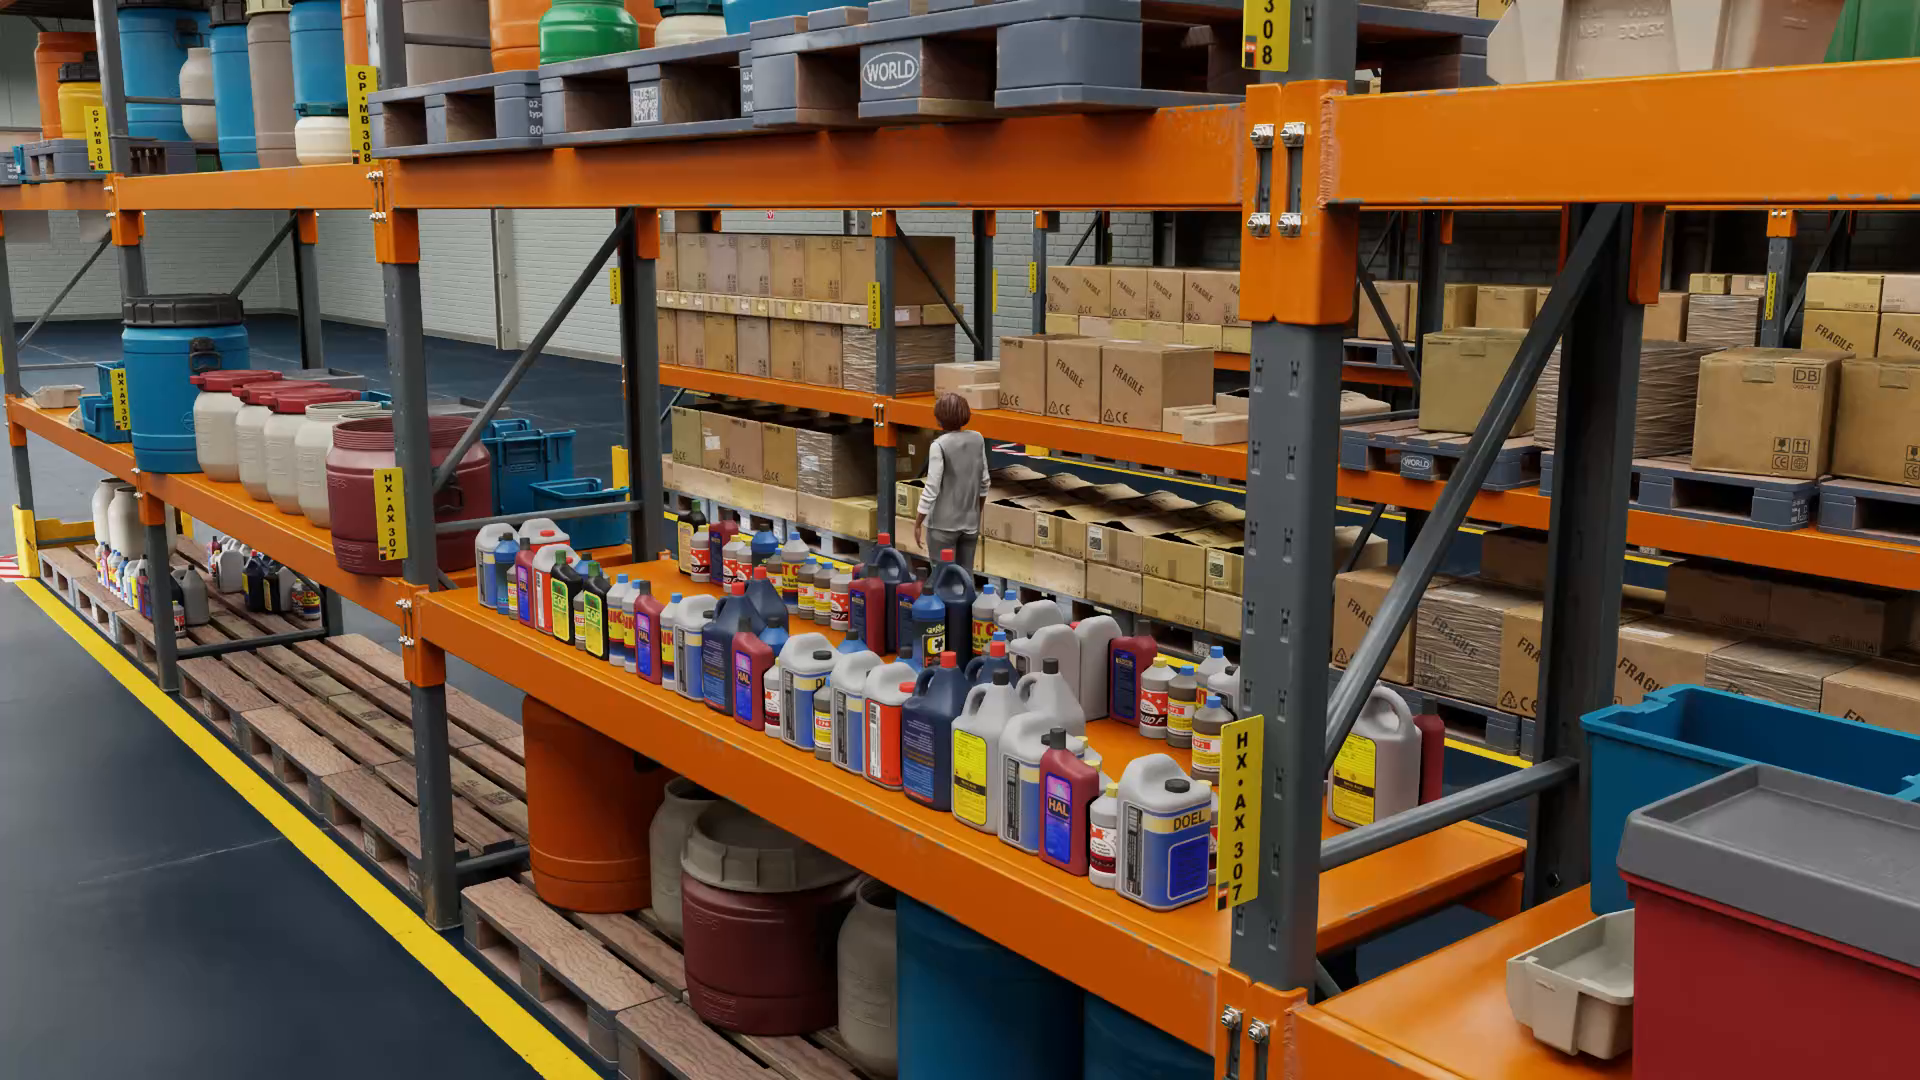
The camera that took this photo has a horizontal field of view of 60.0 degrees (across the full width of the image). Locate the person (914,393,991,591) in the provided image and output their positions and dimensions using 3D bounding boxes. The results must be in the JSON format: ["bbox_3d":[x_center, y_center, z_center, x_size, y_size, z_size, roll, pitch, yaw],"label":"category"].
[{"bbox_3d":[-0.084,-0.091,9.874,0.519,1.599,0.473,-9,14,-37],"label":"person"}]
